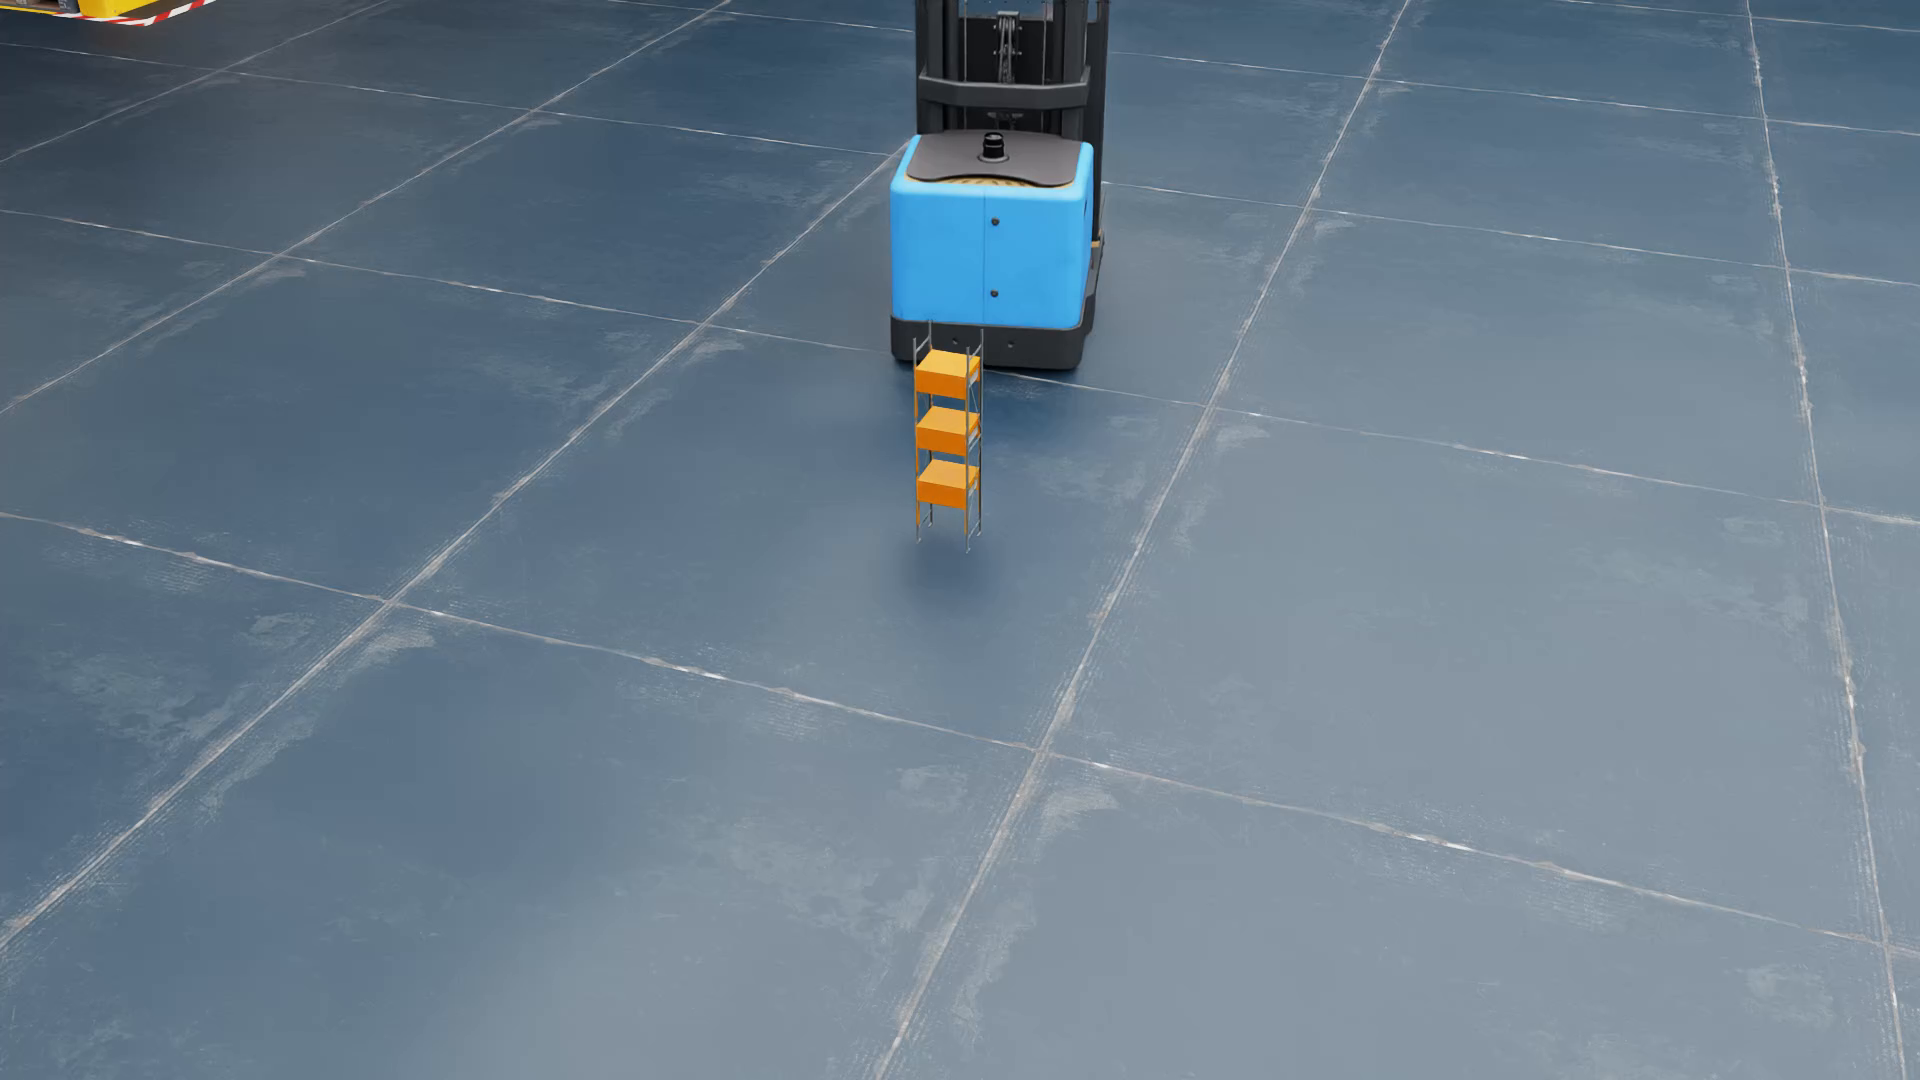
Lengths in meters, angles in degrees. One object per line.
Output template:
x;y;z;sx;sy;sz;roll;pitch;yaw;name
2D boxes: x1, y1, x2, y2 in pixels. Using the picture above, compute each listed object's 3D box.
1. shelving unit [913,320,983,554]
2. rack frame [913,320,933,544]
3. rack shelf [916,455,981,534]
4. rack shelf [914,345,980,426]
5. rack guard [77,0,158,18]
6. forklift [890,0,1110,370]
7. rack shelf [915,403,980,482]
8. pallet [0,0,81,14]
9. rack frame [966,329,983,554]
-0.050;-0.451;7.480;0.252;1.050;0.215;11;34;16;shelving unit
-0.165;-0.473;7.515;0.008;1.050;0.200;11;34;16;rack frame
-0.050;-0.208;7.637;0.240;0.259;0.215;11;34;16;rack shelf
-0.050;-0.680;7.332;0.240;0.259;0.215;11;34;16;rack shelf
-7.681;-5.262;15.439;0.348;0.500;1.175;11;34;16;rack guard
0.324;-2.943;9.606;1.130;2.935;3.031;4;33;6;forklift
-0.050;-0.442;7.486;0.240;0.259;0.215;11;34;16;rack shelf
-8.482;-5.252;15.689;1.213;0.211;1.003;11;34;16;pallet
0.064;-0.429;7.446;0.008;1.050;0.200;11;34;16;rack frame
